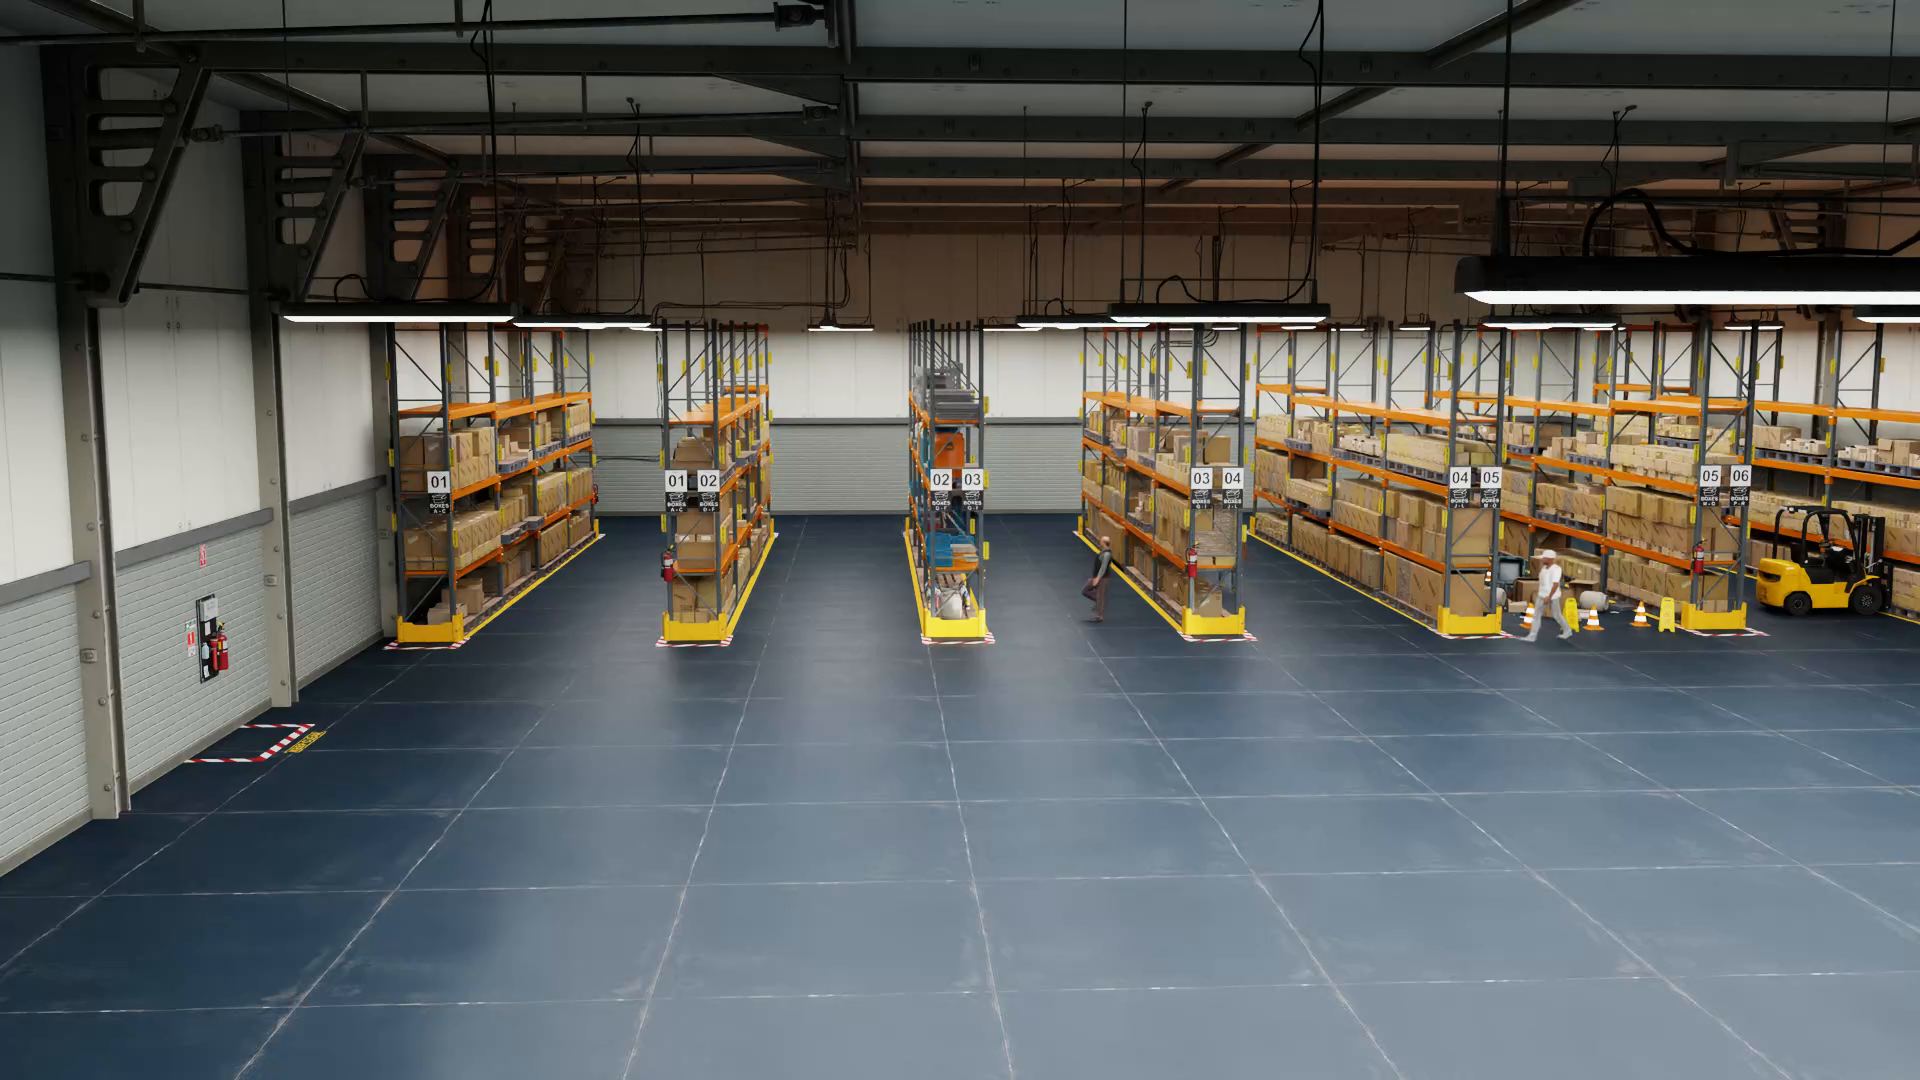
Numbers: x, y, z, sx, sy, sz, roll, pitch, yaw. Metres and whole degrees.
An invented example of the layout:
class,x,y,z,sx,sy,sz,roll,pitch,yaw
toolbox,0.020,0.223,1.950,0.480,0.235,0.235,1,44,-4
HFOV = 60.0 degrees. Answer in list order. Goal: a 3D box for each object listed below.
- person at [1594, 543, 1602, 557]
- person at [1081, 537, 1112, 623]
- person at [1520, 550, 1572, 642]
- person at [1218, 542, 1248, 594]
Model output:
class,x,y,z,sx,sy,sz,roll,pitch,yaw
person,16.188,-0.274,42.211,0.403,1.599,0.438,2,7,18
person,2.767,0.788,33.161,0.582,1.712,0.563,-2,7,-16
person,10.961,1.049,30.942,1.041,1.734,0.531,-4,8,-27
person,6.039,0.306,37.021,0.754,1.720,1.066,0,7,-4
